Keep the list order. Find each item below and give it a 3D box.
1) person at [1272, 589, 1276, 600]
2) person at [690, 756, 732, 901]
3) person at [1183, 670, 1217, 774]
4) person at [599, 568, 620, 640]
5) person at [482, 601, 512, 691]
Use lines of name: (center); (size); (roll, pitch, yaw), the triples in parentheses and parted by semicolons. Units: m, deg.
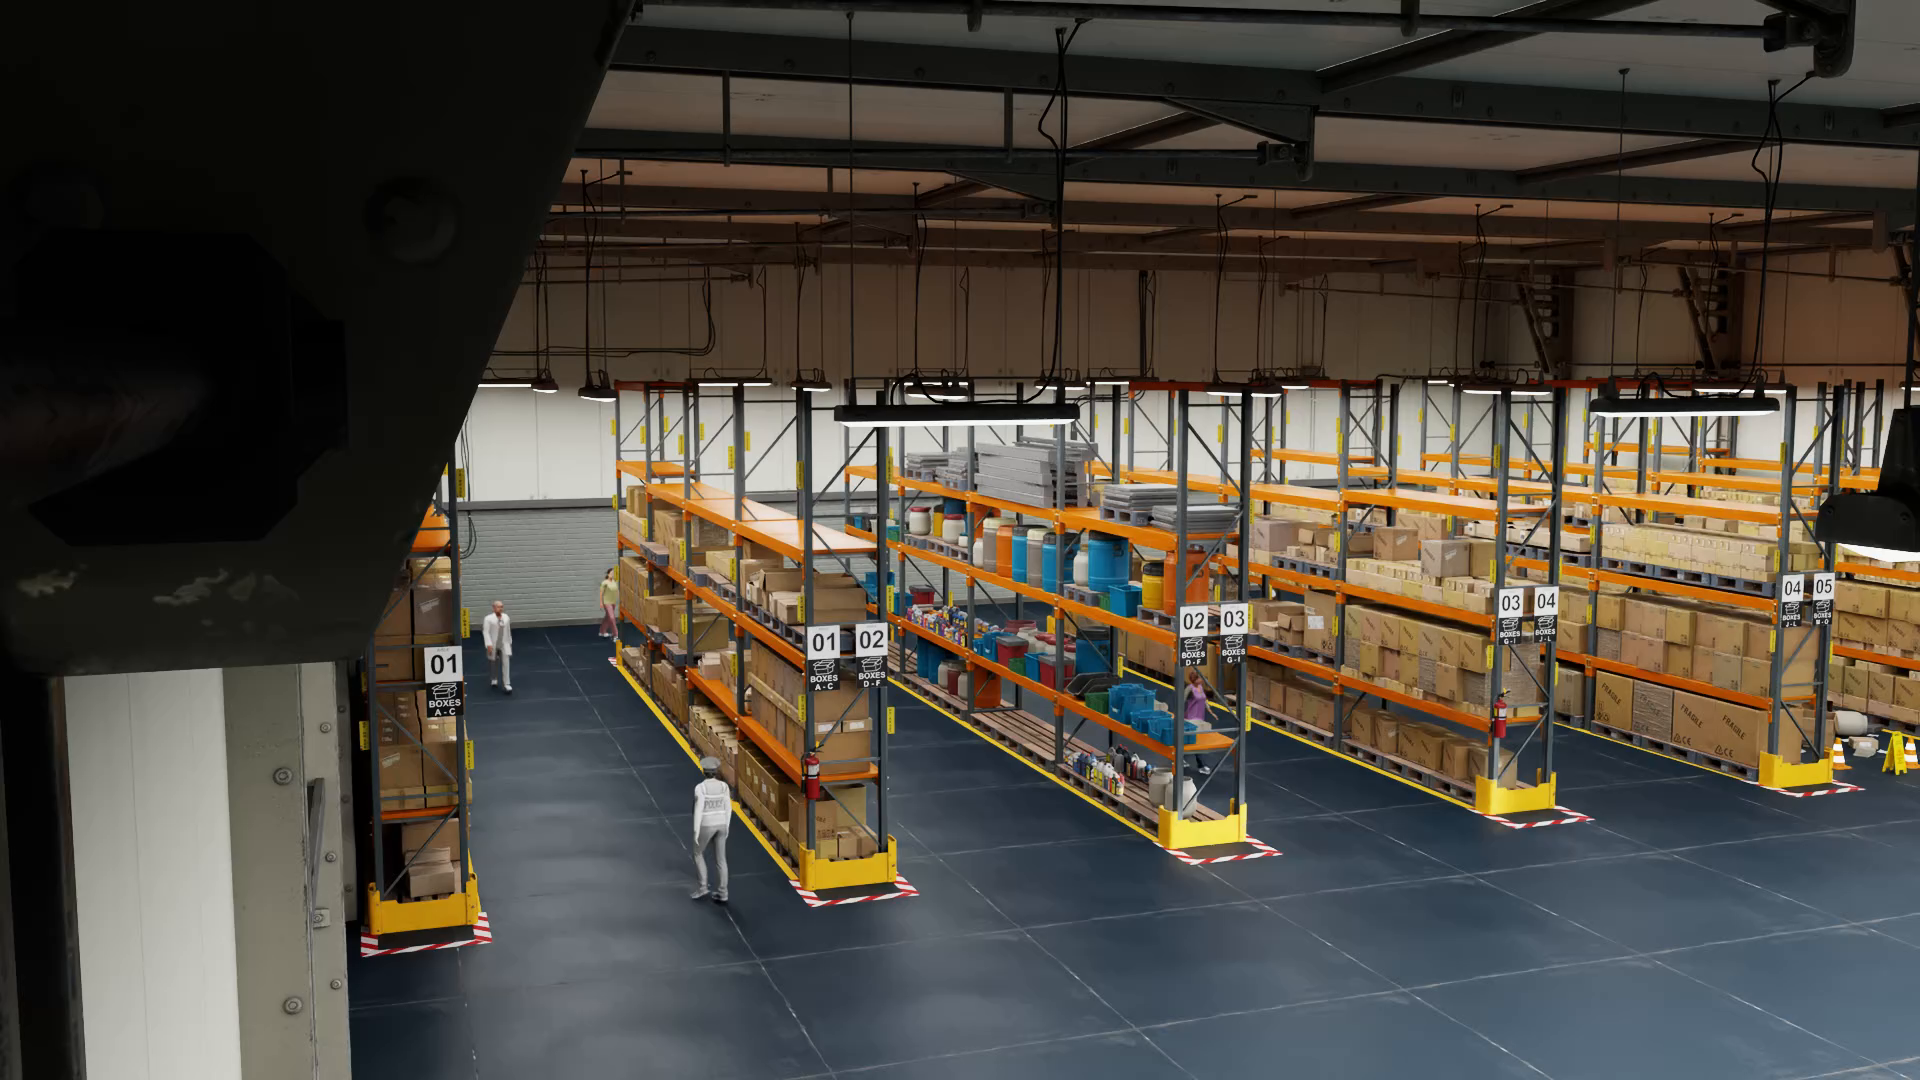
person: (6.386, 1.852, 34.239); (0.629, 1.741, 0.658); (0, 6, -4)
person: (-2.920, 3.439, 19.660); (0.528, 1.708, 0.527); (-4, 8, -36)
person: (3.682, 2.804, 25.904); (0.796, 1.577, 0.478); (4, 7, 34)
person: (-8.018, 1.490, 38.221); (0.933, 1.626, 0.481); (5, 8, 37)
person: (-8.972, 2.048, 32.288); (0.583, 1.715, 1.171); (-3, 7, -23)
